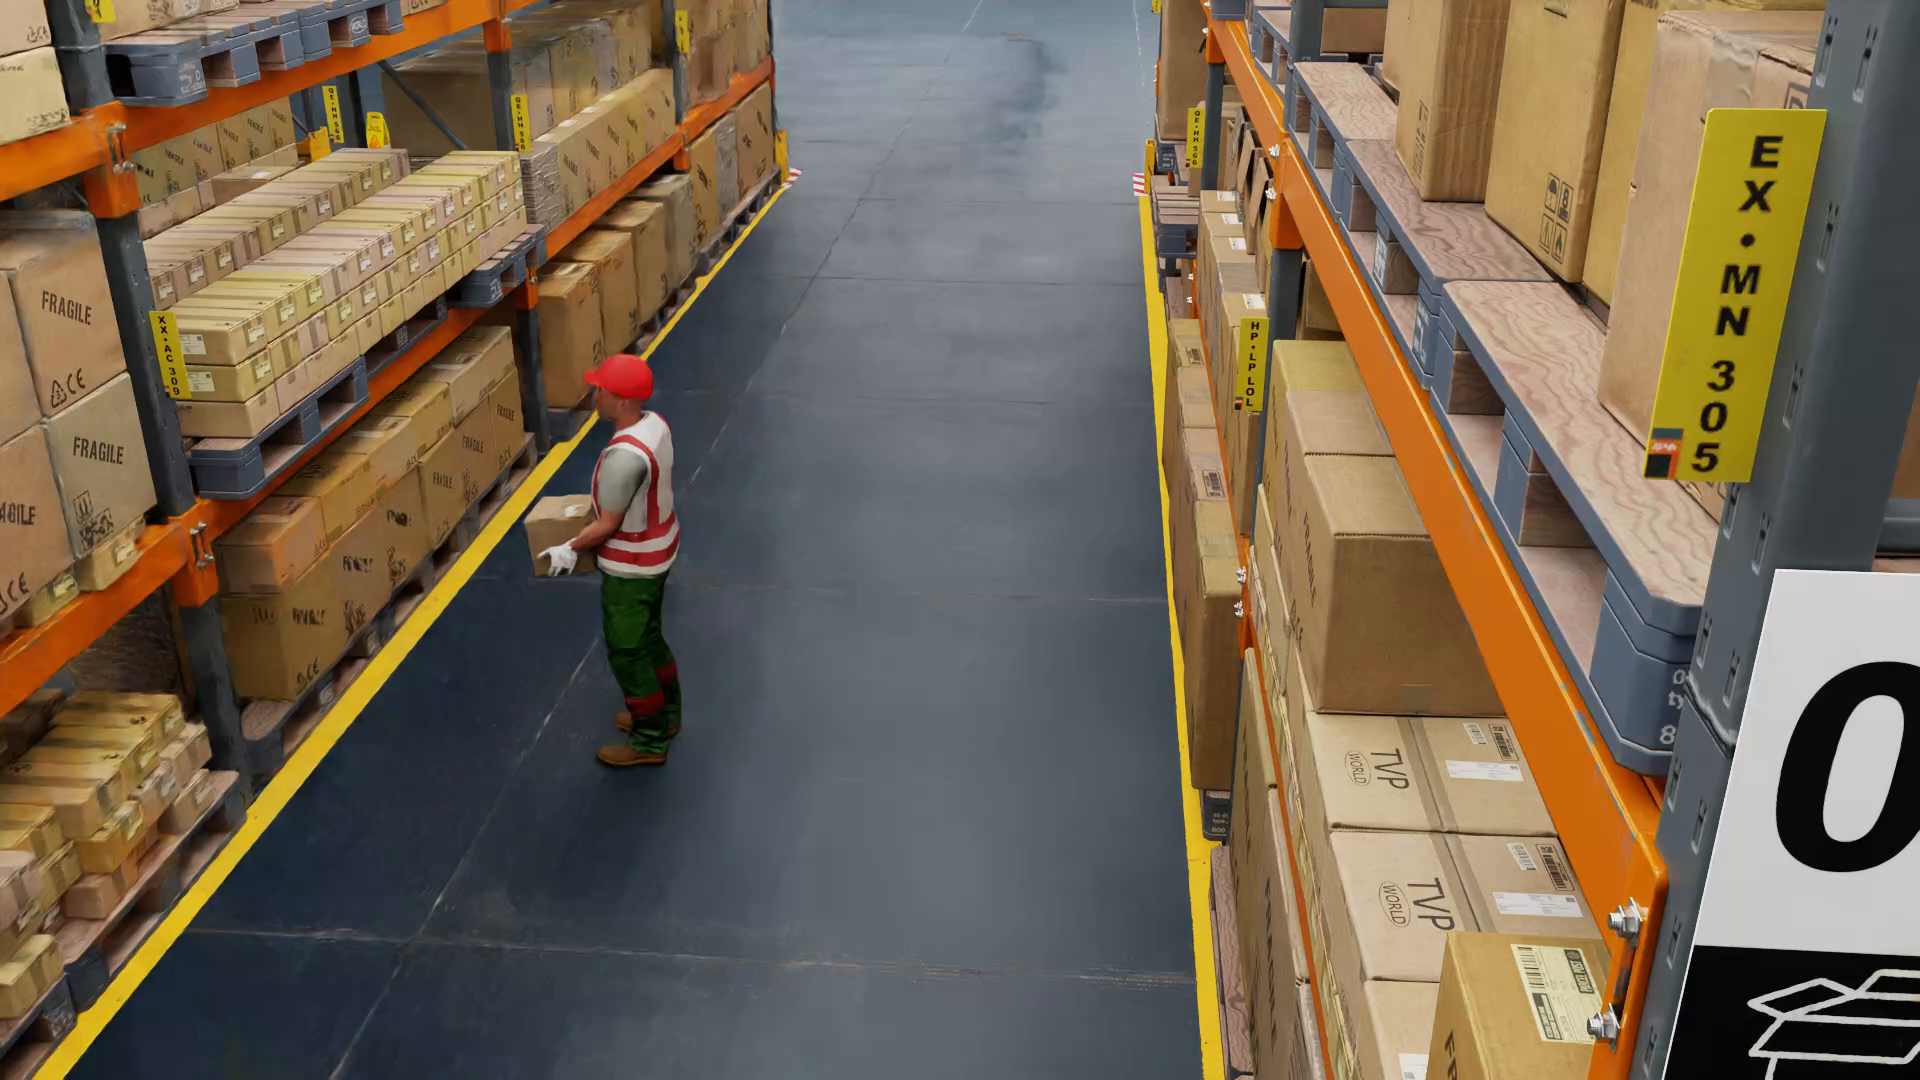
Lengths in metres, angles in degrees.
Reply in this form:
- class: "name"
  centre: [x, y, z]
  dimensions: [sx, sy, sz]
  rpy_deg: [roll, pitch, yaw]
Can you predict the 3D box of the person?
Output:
- class: "person"
  centre: [-1.434, 0.087, 6.878]
  dimensions: [0.538, 1.794, 0.522]
  rpy_deg: [2, 24, 4]
